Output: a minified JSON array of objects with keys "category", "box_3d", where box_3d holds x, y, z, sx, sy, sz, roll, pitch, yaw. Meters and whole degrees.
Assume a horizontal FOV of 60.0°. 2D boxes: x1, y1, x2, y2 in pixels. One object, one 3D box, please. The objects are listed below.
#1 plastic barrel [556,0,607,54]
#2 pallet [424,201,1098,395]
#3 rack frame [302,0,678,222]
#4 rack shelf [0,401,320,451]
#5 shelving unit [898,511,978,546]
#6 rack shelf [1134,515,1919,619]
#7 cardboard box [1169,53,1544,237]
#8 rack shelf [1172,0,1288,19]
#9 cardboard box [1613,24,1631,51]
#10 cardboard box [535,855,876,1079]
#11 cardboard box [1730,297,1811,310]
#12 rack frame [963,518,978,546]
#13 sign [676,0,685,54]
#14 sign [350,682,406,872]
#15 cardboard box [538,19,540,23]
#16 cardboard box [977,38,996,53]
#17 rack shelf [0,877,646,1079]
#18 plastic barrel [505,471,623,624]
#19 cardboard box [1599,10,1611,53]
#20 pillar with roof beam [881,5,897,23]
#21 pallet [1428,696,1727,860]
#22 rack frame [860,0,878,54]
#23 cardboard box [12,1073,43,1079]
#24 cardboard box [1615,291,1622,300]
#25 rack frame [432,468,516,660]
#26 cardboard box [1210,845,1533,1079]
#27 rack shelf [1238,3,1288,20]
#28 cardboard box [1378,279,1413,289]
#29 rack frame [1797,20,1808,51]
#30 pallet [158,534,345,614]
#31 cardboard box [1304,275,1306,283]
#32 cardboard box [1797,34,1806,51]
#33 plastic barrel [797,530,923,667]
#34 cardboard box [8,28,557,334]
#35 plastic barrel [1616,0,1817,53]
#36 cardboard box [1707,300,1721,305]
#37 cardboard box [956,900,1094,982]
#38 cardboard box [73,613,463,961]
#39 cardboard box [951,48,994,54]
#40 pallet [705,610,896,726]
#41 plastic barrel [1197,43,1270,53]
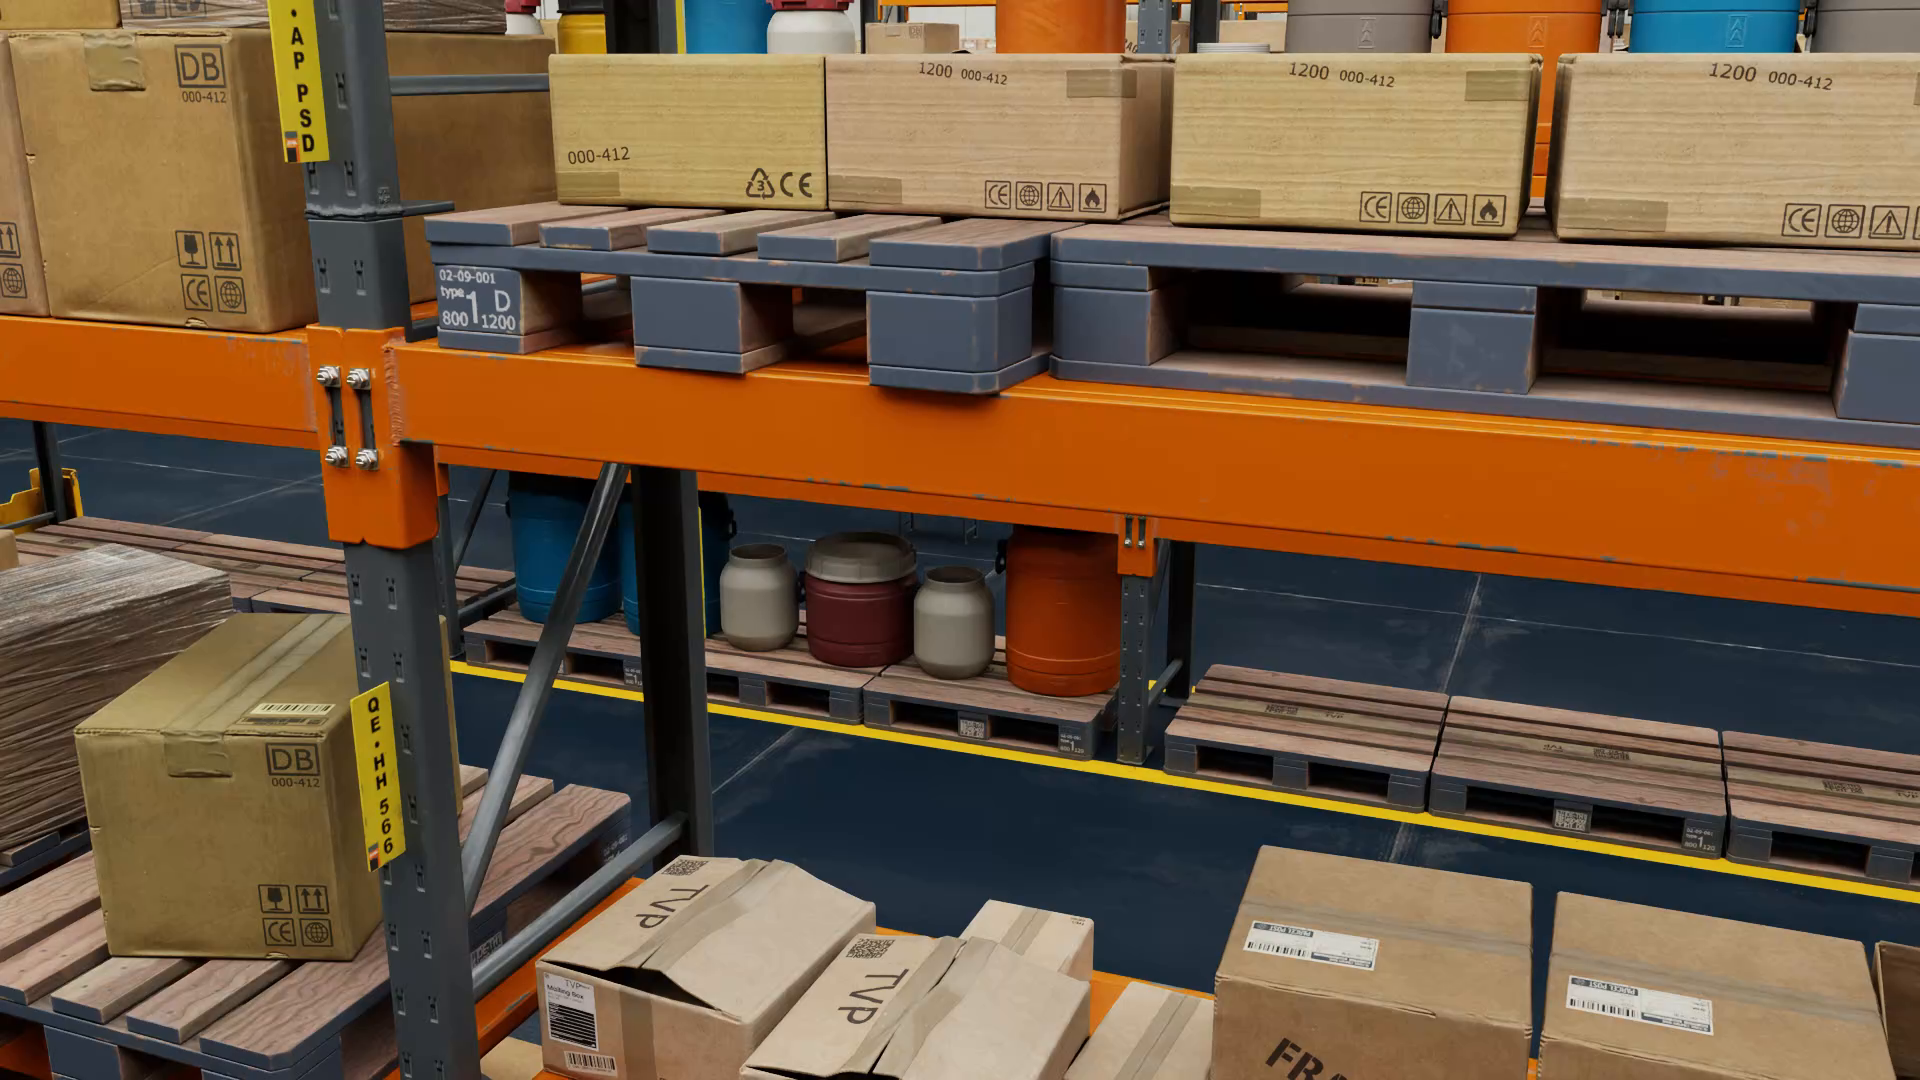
[{"category":"plastic barrel","box_3d":[-1.806,-2.593,8.753,0.600,0.588,0.600,0,16,0]},{"category":"pallet","box_3d":[-0.165,-0.511,3.012,1.003,0.211,1.213,7,18,23]},{"category":"rack frame","box_3d":[-0.829,-2.088,2.726,0.127,3.000,1.000,6,17,21]},{"category":"rack shelf","box_3d":[-4.590,-0.760,10.201,4.000,0.370,1.077,6,17,21]},{"category":"shelving unit","box_3d":[-0.154,-0.593,11.565,0.503,1.200,0.258,6,17,21]},{"category":"rack shelf","box_3d":[2.852,0.059,7.382,4.000,0.370,1.077,6,17,21]},{"category":"cardboard box","box_3d":[0.636,-0.635,2.617,0.500,0.250,0.500,6,17,20]},{"category":"rack shelf","box_3d":[4.584,-6.894,21.289,4.000,0.370,1.077,6,17,21]},{"category":"cardboard box","box_3d":[6.443,-4.685,15.940,0.500,0.500,0.500,6,17,21]},{"category":"cardboard box","box_3d":[-0.507,0.884,3.408,0.500,0.311,0.500,7,18,24]},{"category":"cardboard box","box_3d":[5.842,-1.974,11.265,1.000,1.000,1.000,6,17,21]},{"category":"rack frame","box_3d":[0.073,-0.568,11.479,0.015,1.200,0.240,6,17,21]},{"category":"sign","box_3d":[-0.618,-1.077,3.554,0.005,0.325,0.100,6,17,21]},{"category":"sign","box_3d":[-1.020,0.416,2.924,0.005,0.325,0.100,6,17,21]},{"category":"cardboard box","box_3d":[-3.651,-4.205,14.284,0.500,0.500,0.700,6,17,19]},{"category":"cardboard box","box_3d":[0.361,-5.247,17.644,0.250,0.149,0.380,7,18,22]},{"category":"rack shelf","box_3d":[-2.690,0.934,4.368,4.000,0.370,1.077,6,17,21]},{"category":"plastic barrel","box_3d":[-2.230,-0.035,9.423,0.708,0.901,0.600,6,17,21]},{"category":"cardboard box","box_3d":[4.093,-3.287,11.161,0.500,0.500,0.500,6,17,19]},{"category":"pillar with roof beam","box_3d":[-2.936,-8.726,25.592,0.400,9.000,9.100,6,17,21]},{"category":"pallet","box_3d":[2.829,1.062,7.636,1.213,0.211,1.003,6,17,21]},{"category":"rack frame","box_3d":[-0.912,-5.066,12.984,0.127,3.000,1.000,6,17,21]},{"category":"cardboard box","box_3d":[-2.267,1.694,4.152,0.500,0.500,0.500,6,17,19]},{"category":"cardboard box","box_3d":[8.360,-3.073,20.839,0.625,0.372,0.950,7,18,22]},{"category":"rack frame","box_3d":[-2.730,-0.901,9.396,0.127,3.000,1.000,6,17,21]},{"category":"cardboard box","box_3d":[0.737,0.912,2.972,0.500,0.500,0.500,5,17,18]},{"category":"rack shelf","box_3d":[6.402,-8.182,25.725,4.000,0.370,1.077,6,17,21]},{"category":"cardboard box","box_3d":[3.326,-1.981,12.184,0.500,0.500,0.500,4,17,14]},{"category":"rack frame","box_3d":[11.984,-8.106,23.454,0.127,3.000,1.000,6,17,21]},{"category":"pallet","box_3d":[-4.567,0.249,10.438,1.213,0.211,1.003,6,17,21]},{"category":"cardboard box","box_3d":[2.259,-1.810,12.350,0.500,0.500,0.500,7,18,22]},{"category":"cardboard box","box_3d":[9.580,-5.774,19.420,0.500,0.250,0.500,7,17,22]},{"category":"plastic barrel","box_3d":[-0.520,0.304,8.819,0.708,0.588,0.600,6,17,21]},{"category":"cardboard box","box_3d":[-1.248,-0.732,3.254,0.500,0.500,0.910,6,17,21]},{"category":"plastic barrel","box_3d":[2.943,-1.893,6.535,0.708,0.901,0.600,6,17,21]},{"category":"cardboard box","box_3d":[6.937,-1.904,16.134,0.750,0.750,1.050,6,17,21]},{"category":"cardboard box","box_3d":[0.109,0.934,3.528,0.250,0.149,0.380,6,17,21]},{"category":"cardboard box","box_3d":[-1.457,0.508,3.611,0.500,0.500,0.700,1,16,2]},{"category":"cardboard box","box_3d":[0.075,-3.649,12.890,0.500,0.311,0.500,6,17,19]},{"category":"pallet","box_3d":[-0.888,0.653,9.047,1.213,0.211,1.003,6,17,21]},{"category":"plastic barrel","box_3d":[1.168,-1.875,7.170,0.421,0.512,0.421,0,16,0]}]
